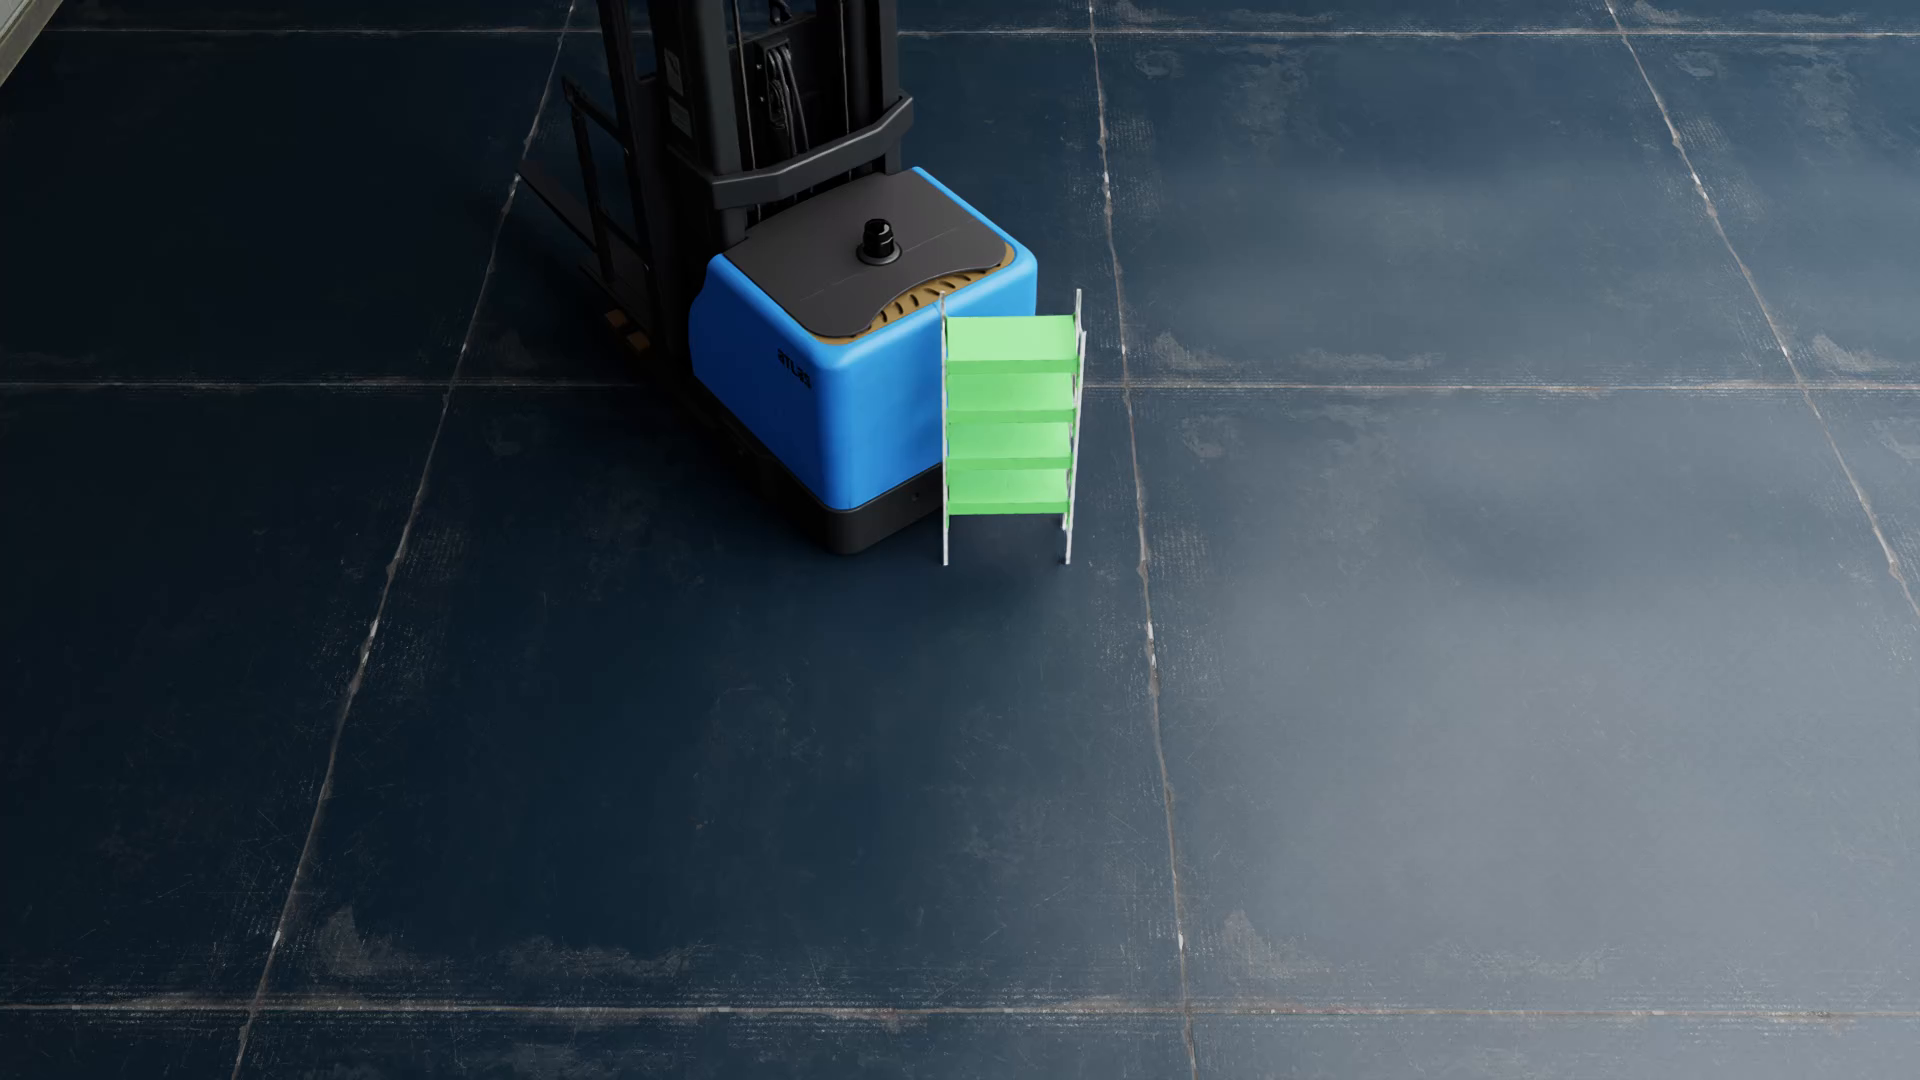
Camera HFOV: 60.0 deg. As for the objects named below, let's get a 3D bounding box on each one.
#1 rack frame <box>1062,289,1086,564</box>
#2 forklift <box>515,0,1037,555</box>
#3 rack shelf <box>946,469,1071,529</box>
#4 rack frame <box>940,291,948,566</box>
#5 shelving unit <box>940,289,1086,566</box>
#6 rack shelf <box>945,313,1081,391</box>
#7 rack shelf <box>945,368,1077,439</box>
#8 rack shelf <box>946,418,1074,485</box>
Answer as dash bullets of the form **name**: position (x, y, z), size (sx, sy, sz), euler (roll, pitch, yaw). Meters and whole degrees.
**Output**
- **rack frame**: position (0.428, -0.400, 6.303), size (0.015, 1.200, 0.240), euler (-1, 47, -1)
- **forklift**: position (-0.991, -1.969, 6.581), size (1.130, 2.935, 3.031), euler (-30, 54, -25)
- **rack shelf**: position (0.184, -0.189, 6.521), size (0.480, 0.148, 0.258), euler (-1, 47, -1)
- **rack frame**: position (-0.060, -0.392, 6.295), size (0.015, 1.200, 0.240), euler (-1, 47, -1)
- **shelving unit**: position (0.184, -0.396, 6.299), size (0.503, 1.200, 0.258), euler (-1, 47, -1)
- **rack shelf**: position (0.184, -0.680, 5.994), size (0.480, 0.148, 0.258), euler (-1, 47, -1)
- **rack shelf**: position (0.184, -0.516, 6.170), size (0.480, 0.148, 0.258), euler (-1, 47, -1)
- **rack shelf**: position (0.184, -0.353, 6.346), size (0.480, 0.148, 0.258), euler (-1, 47, -1)
